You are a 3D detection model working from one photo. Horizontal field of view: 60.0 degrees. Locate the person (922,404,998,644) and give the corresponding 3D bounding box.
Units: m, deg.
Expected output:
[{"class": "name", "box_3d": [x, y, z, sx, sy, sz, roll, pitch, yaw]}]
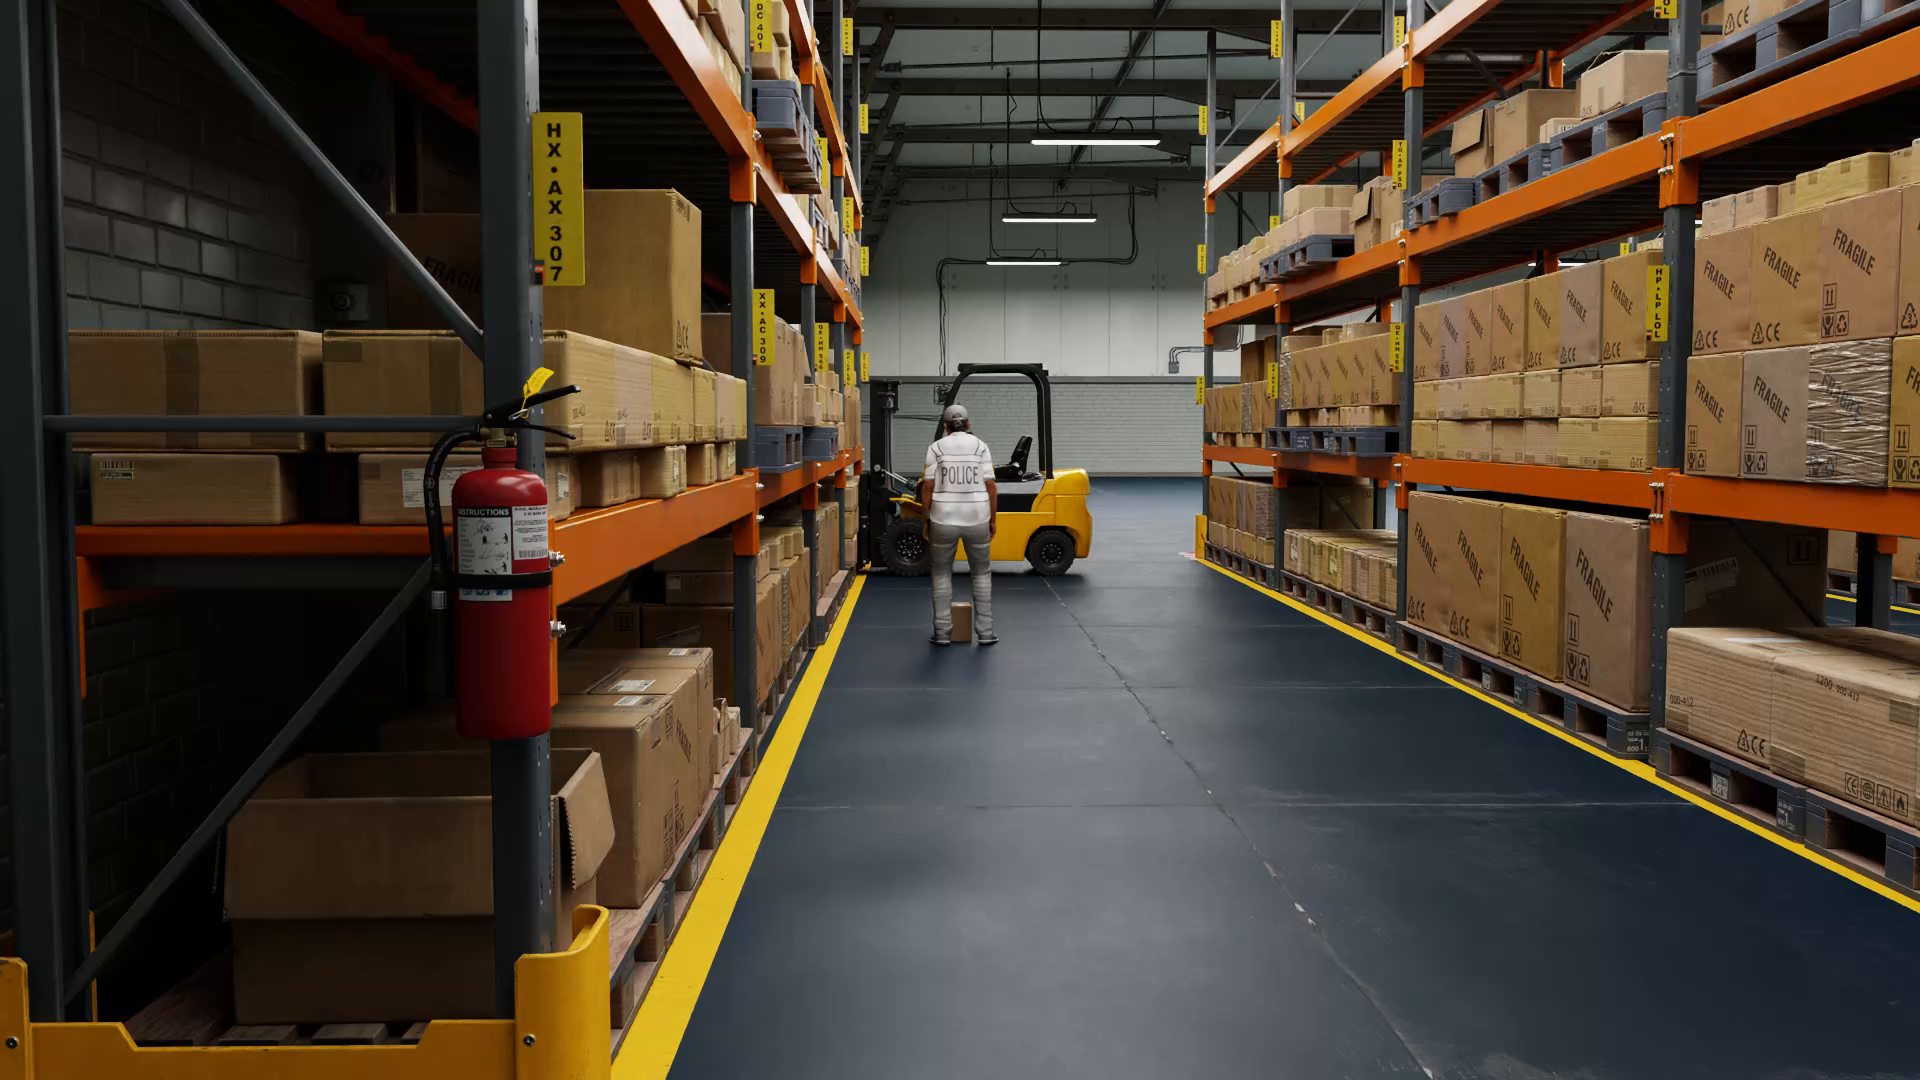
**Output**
[{"class": "person", "box_3d": [0.004, -0.109, 11.561, 0.541, 1.667, 0.464, 0, 4, -3]}]
